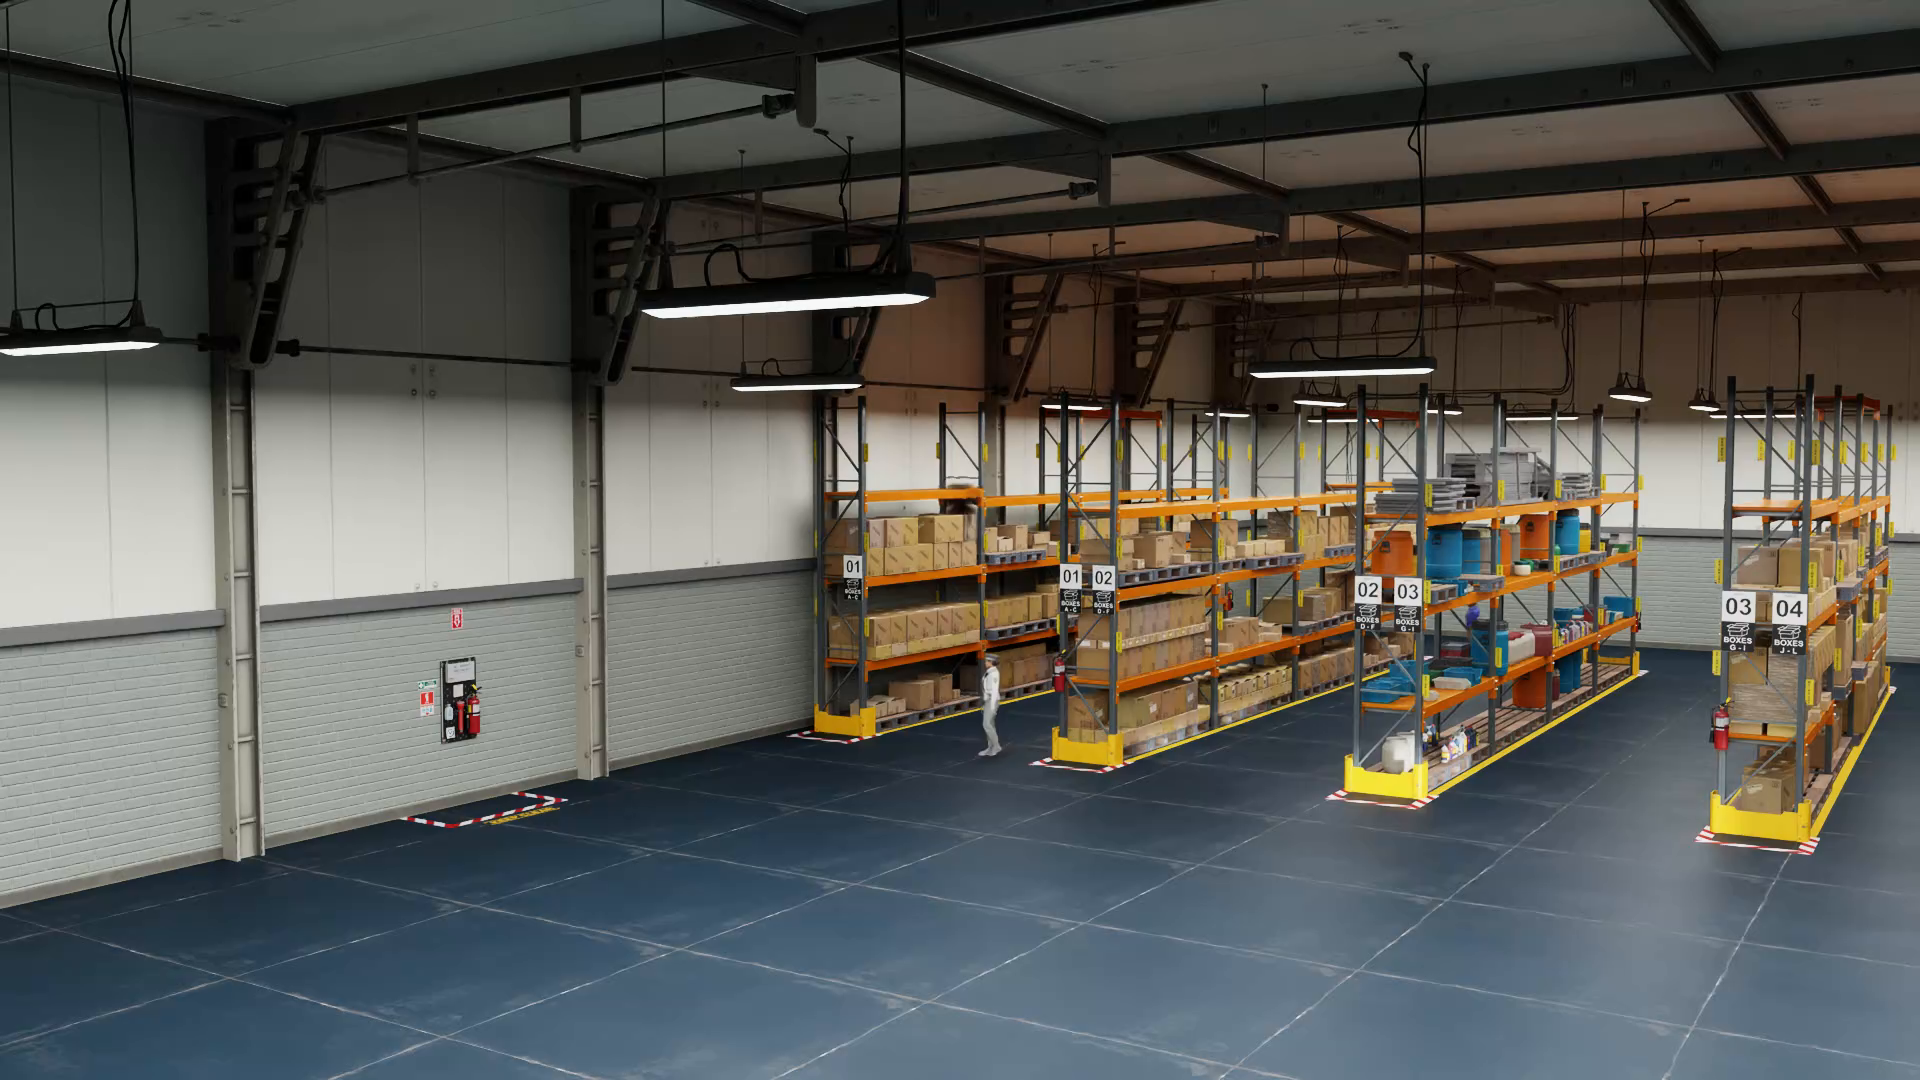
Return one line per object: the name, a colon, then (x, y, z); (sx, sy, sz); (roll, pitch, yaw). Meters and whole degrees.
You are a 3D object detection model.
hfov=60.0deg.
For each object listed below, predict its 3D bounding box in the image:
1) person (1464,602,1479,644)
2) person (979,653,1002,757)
person: (11.822, 2.150, 38.434); (0.331, 1.664, 0.480); (1, 3, 10)
person: (0.494, 2.723, 27.540); (0.360, 1.703, 0.530); (0, 3, -6)
